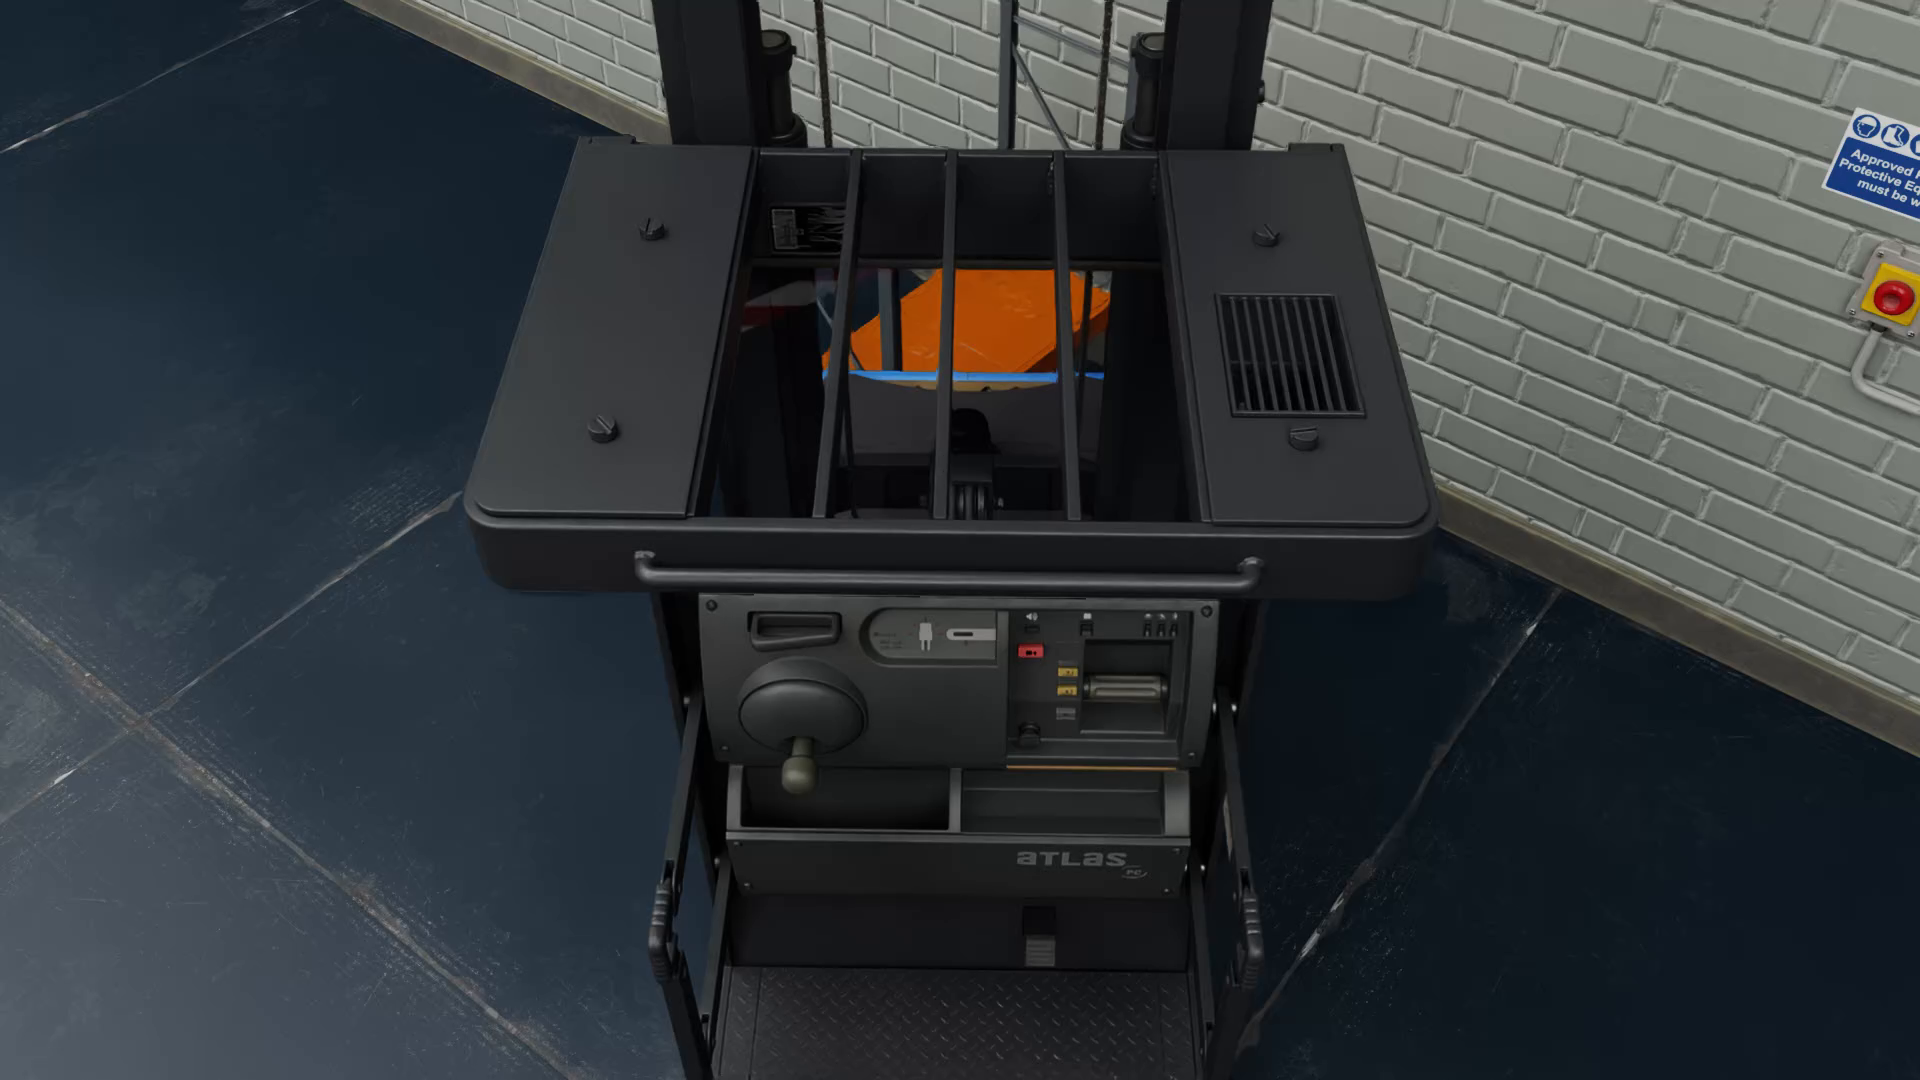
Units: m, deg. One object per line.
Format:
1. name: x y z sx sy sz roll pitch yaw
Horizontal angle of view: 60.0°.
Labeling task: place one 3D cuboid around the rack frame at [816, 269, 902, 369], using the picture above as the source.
1. rack frame: -0.348 -0.386 4.581 0.500 1.500 0.032 32 54 27

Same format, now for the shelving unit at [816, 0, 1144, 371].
1. shelving unit: -0.012 -0.670 4.852 0.587 1.500 1.083 32 54 27

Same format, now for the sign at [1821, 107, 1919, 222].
1. sign: 2.167 -0.837 3.788 0.327 0.218 0.001 29 53 25

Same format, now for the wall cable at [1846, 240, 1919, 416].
1. wall cable: 2.168 -1.049 3.454 0.585 1.953 0.123 29 53 25

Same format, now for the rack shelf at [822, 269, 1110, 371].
1. rack shelf: -0.017 -0.540 4.978 0.538 0.185 1.000 32 54 27

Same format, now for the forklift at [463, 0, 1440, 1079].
1. forklift: -0.004 0.365 2.874 1.130 2.935 3.031 1 46 1

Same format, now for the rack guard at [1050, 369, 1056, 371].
1. rack guard: 0.313 -0.511 5.565 0.587 0.250 0.087 32 54 27

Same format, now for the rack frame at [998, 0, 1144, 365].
1. rack frame: 0.314 -0.944 5.114 0.500 1.500 0.032 32 54 27
